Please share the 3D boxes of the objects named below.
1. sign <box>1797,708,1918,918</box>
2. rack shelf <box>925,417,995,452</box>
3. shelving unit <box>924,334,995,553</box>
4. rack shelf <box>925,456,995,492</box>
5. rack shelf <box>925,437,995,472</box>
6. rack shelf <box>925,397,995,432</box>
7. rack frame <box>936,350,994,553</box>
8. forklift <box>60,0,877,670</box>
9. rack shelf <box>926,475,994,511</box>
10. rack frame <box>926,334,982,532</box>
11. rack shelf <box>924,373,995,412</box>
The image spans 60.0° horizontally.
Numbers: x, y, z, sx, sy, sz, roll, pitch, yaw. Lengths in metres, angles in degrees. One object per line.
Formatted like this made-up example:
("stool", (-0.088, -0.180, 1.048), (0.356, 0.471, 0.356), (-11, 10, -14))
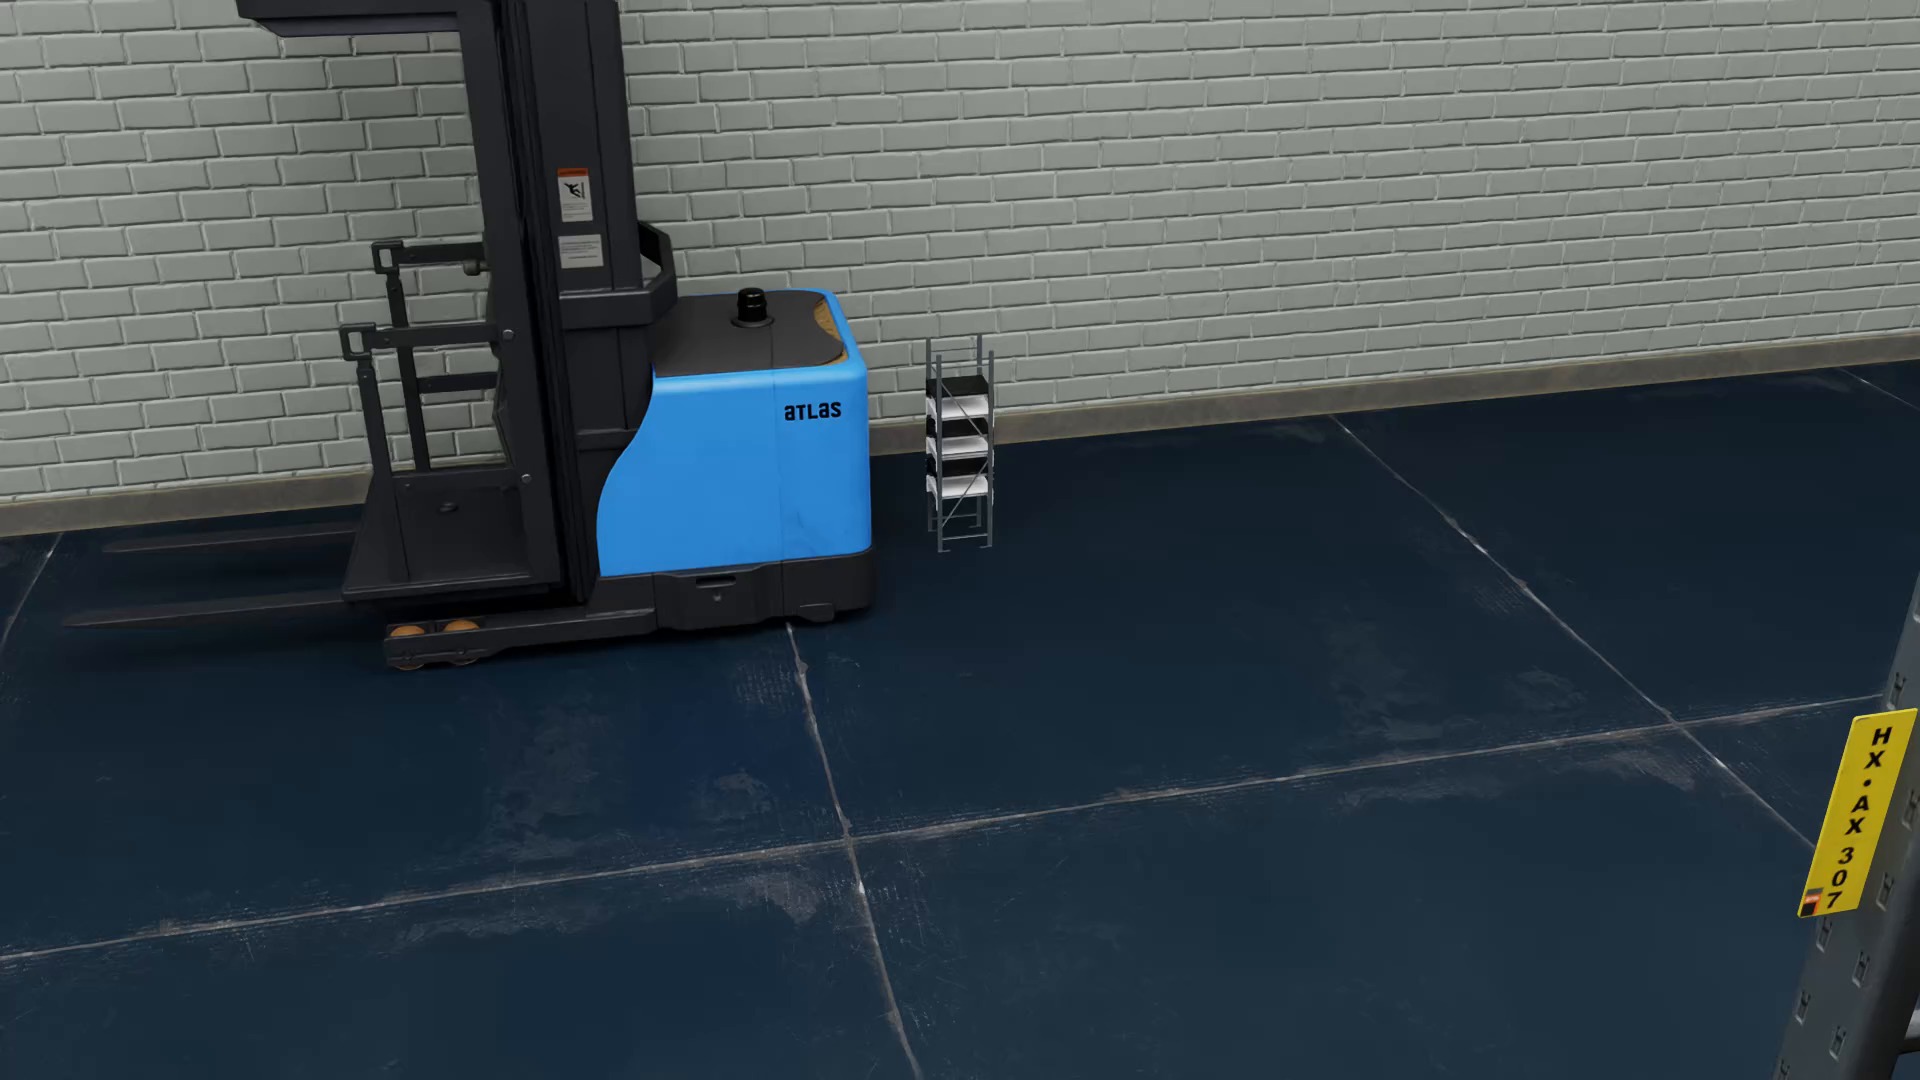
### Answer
("sign", (1.203, 0.370, 2.228), (0.100, 0.325, 0.005), (-6, 27, -12))
("rack shelf", (-0.002, -0.456, 7.029), (0.258, 0.077, 0.200), (-6, 27, -12))
("shelving unit", (-0.002, -0.405, 7.054), (0.258, 0.900, 0.210), (-6, 27, -12))
("rack shelf", (-0.002, -0.295, 7.110), (0.258, 0.077, 0.200), (-6, 27, -12))
("rack shelf", (-0.002, -0.376, 7.069), (0.258, 0.077, 0.200), (-6, 27, -12))
("rack shelf", (-0.002, -0.536, 6.988), (0.258, 0.077, 0.200), (-6, 27, -12))
("rack frame", (0.021, -0.361, 6.966), (0.240, 0.900, 0.006), (-6, 27, -12))
("forklift", (-1.903, -1.076, 6.130), (3.031, 2.935, 1.130), (-5, 27, -10))
("rack shelf", (-0.002, -0.215, 7.150), (0.258, 0.077, 0.200), (-6, 27, -12))
("rack frame", (-0.025, -0.450, 7.143), (0.240, 0.900, 0.006), (-6, 27, -12))
("rack shelf", (-0.002, -0.617, 6.948), (0.258, 0.077, 0.200), (-6, 27, -12))
